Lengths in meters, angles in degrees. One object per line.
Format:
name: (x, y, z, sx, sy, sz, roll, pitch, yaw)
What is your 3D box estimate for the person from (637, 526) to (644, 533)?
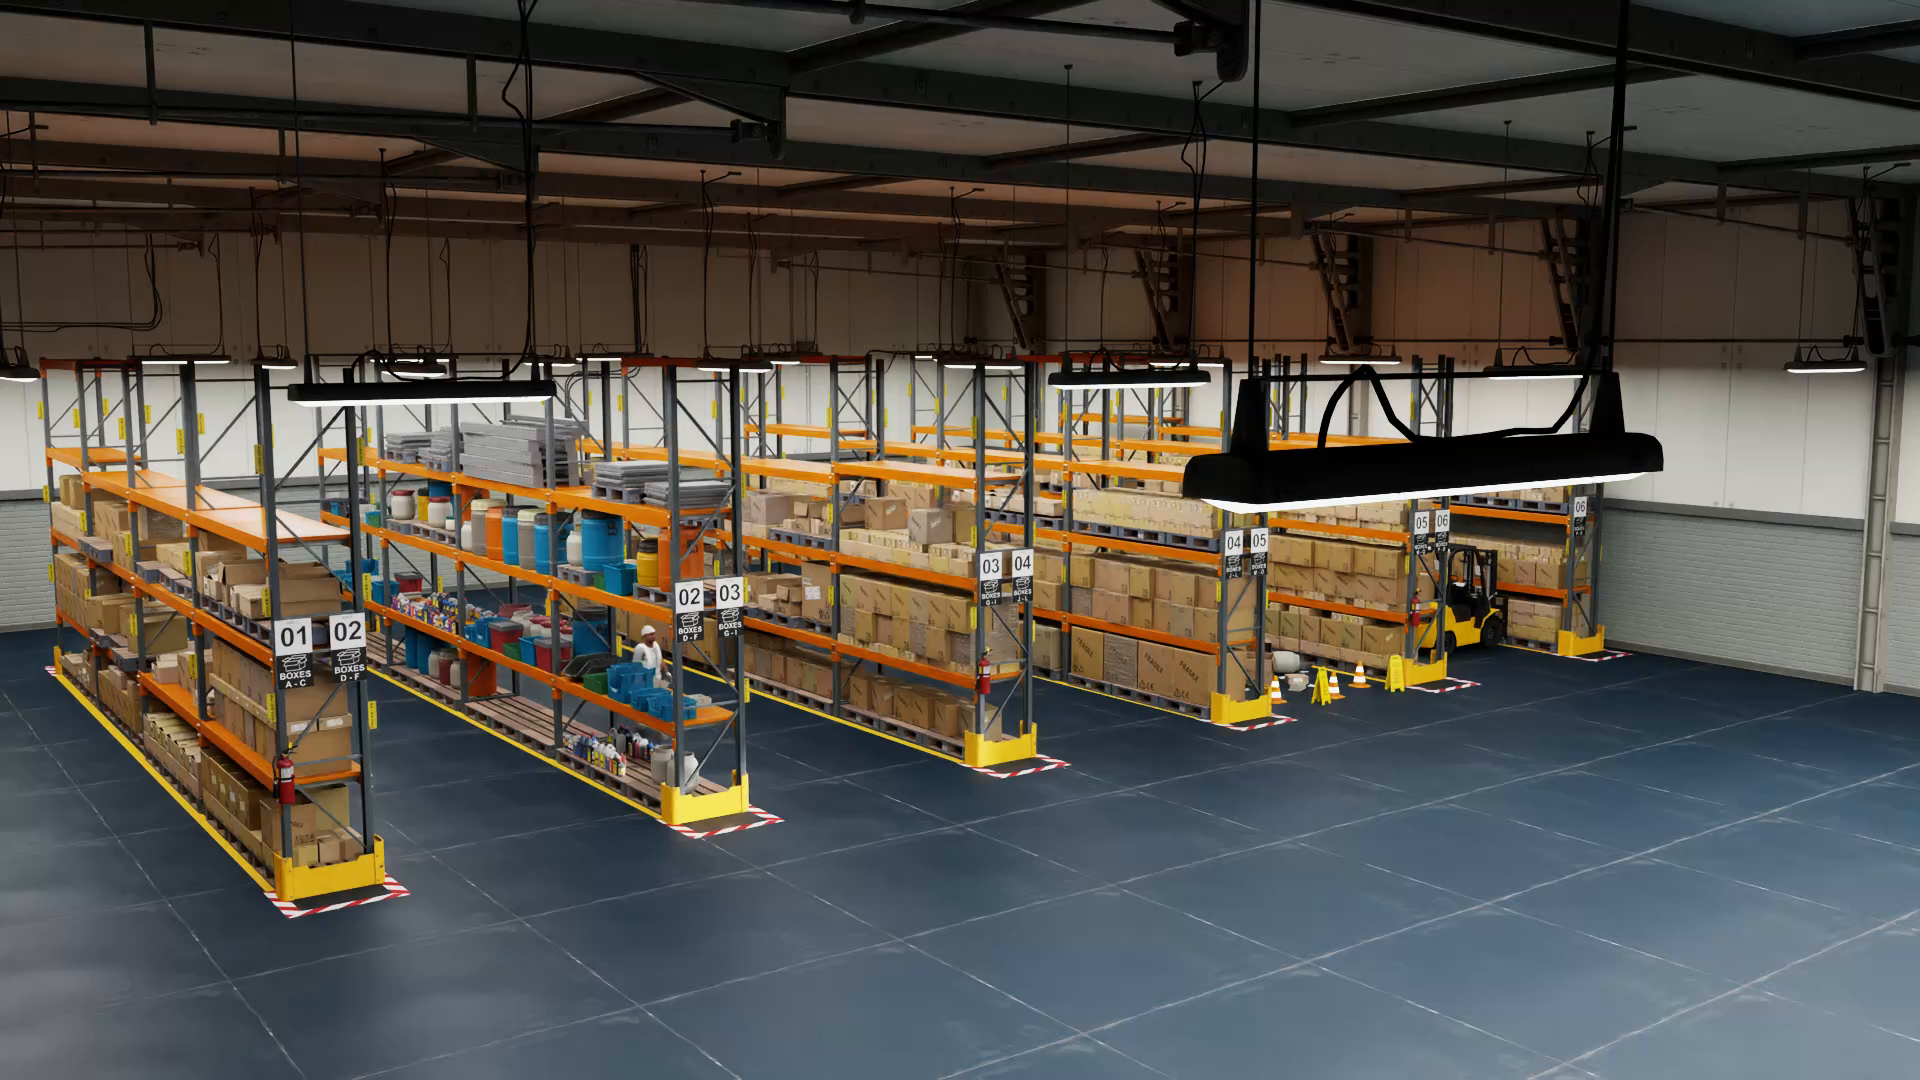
person: (-8.162, 0.443, 42.352, 0.691, 1.635, 0.727, -3, 8, -27)

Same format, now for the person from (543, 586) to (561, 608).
person: (-9.726, 0.713, 39.460, 0.568, 1.749, 0.938, 2, 7, 16)

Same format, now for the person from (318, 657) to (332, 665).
person: (-10.730, 2.213, 27.777, 0.445, 1.539, 0.969, -5, 8, -36)

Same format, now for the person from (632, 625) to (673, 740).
person: (-4.931, 2.247, 26.714, 0.979, 1.760, 0.642, 4, 8, 33)
